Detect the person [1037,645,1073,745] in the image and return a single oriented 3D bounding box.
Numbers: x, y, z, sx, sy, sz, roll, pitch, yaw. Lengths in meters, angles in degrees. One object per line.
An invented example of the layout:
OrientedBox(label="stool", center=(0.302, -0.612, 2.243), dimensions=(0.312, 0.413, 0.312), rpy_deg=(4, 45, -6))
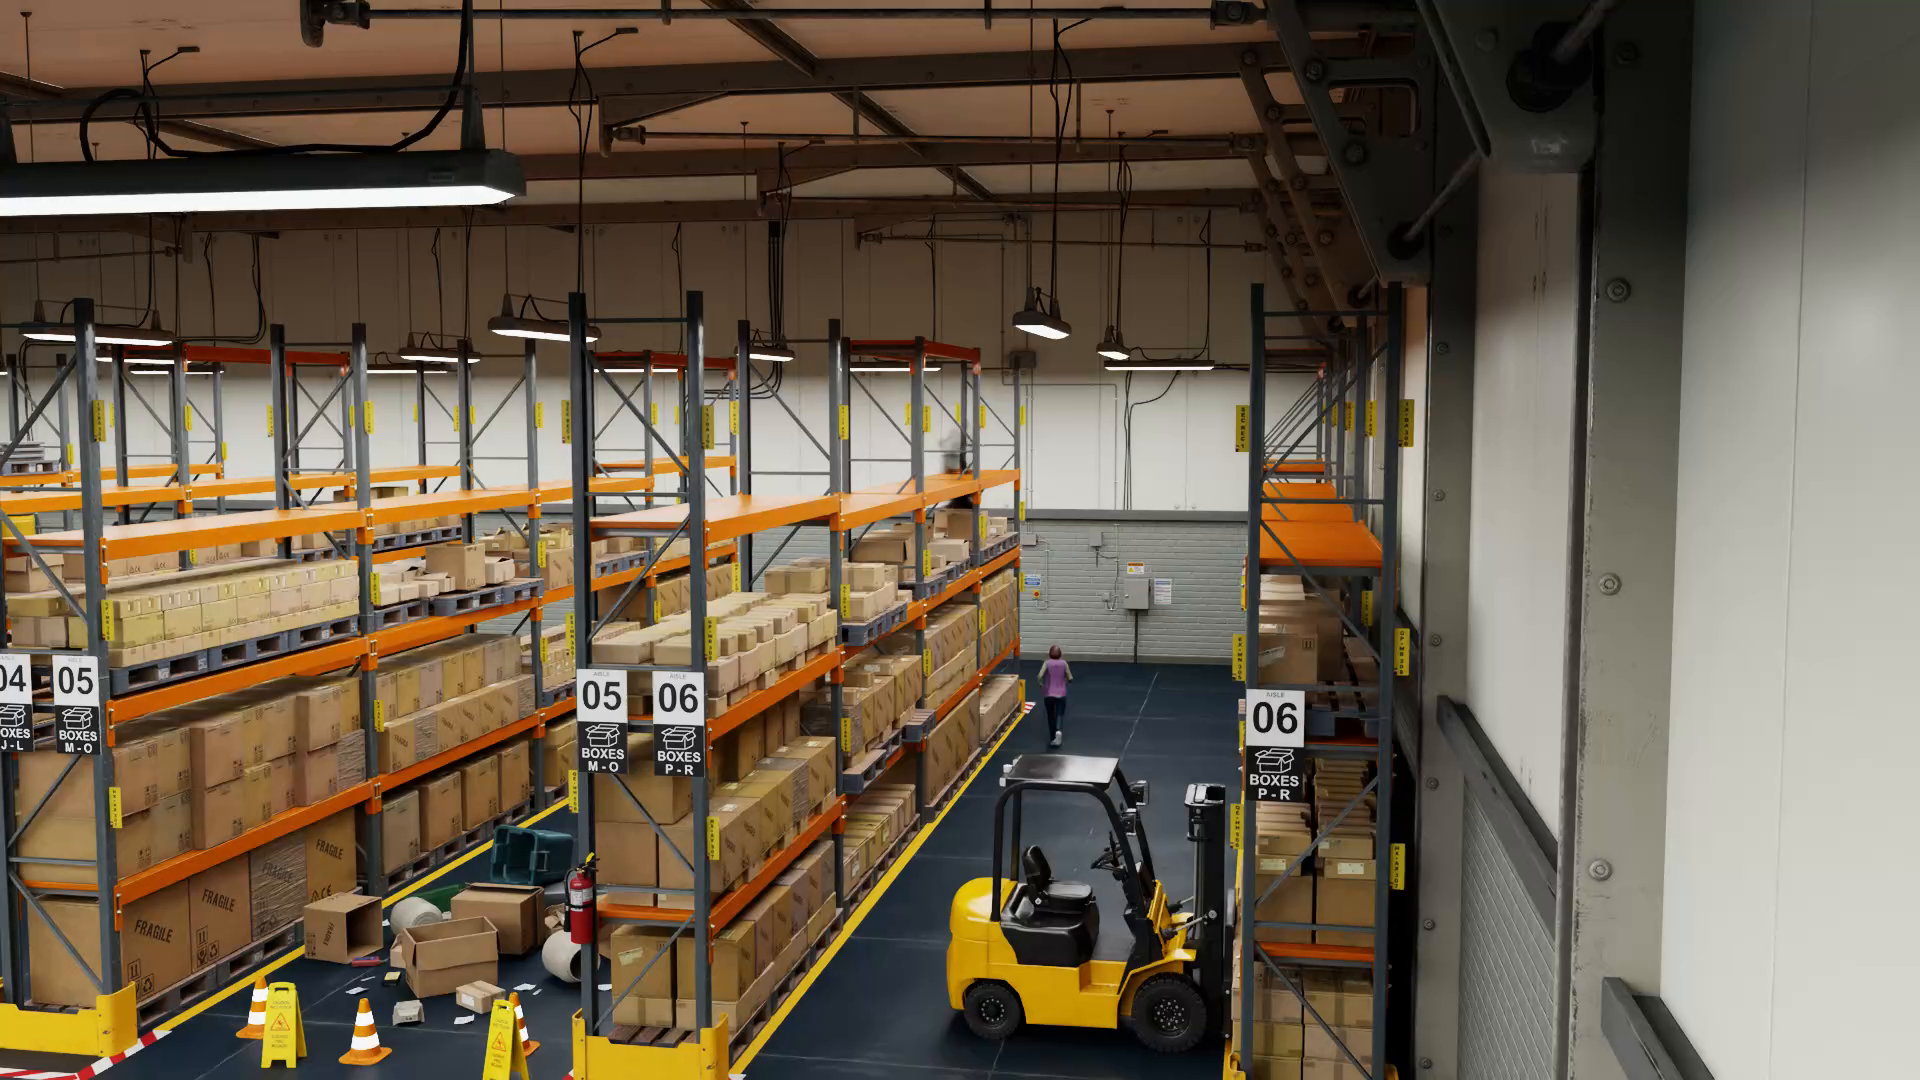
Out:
OrientedBox(label="person", center=(1.432, 2.367, 24.988), dimensions=(0.544, 1.591, 0.840), rpy_deg=(0, 5, 3))
